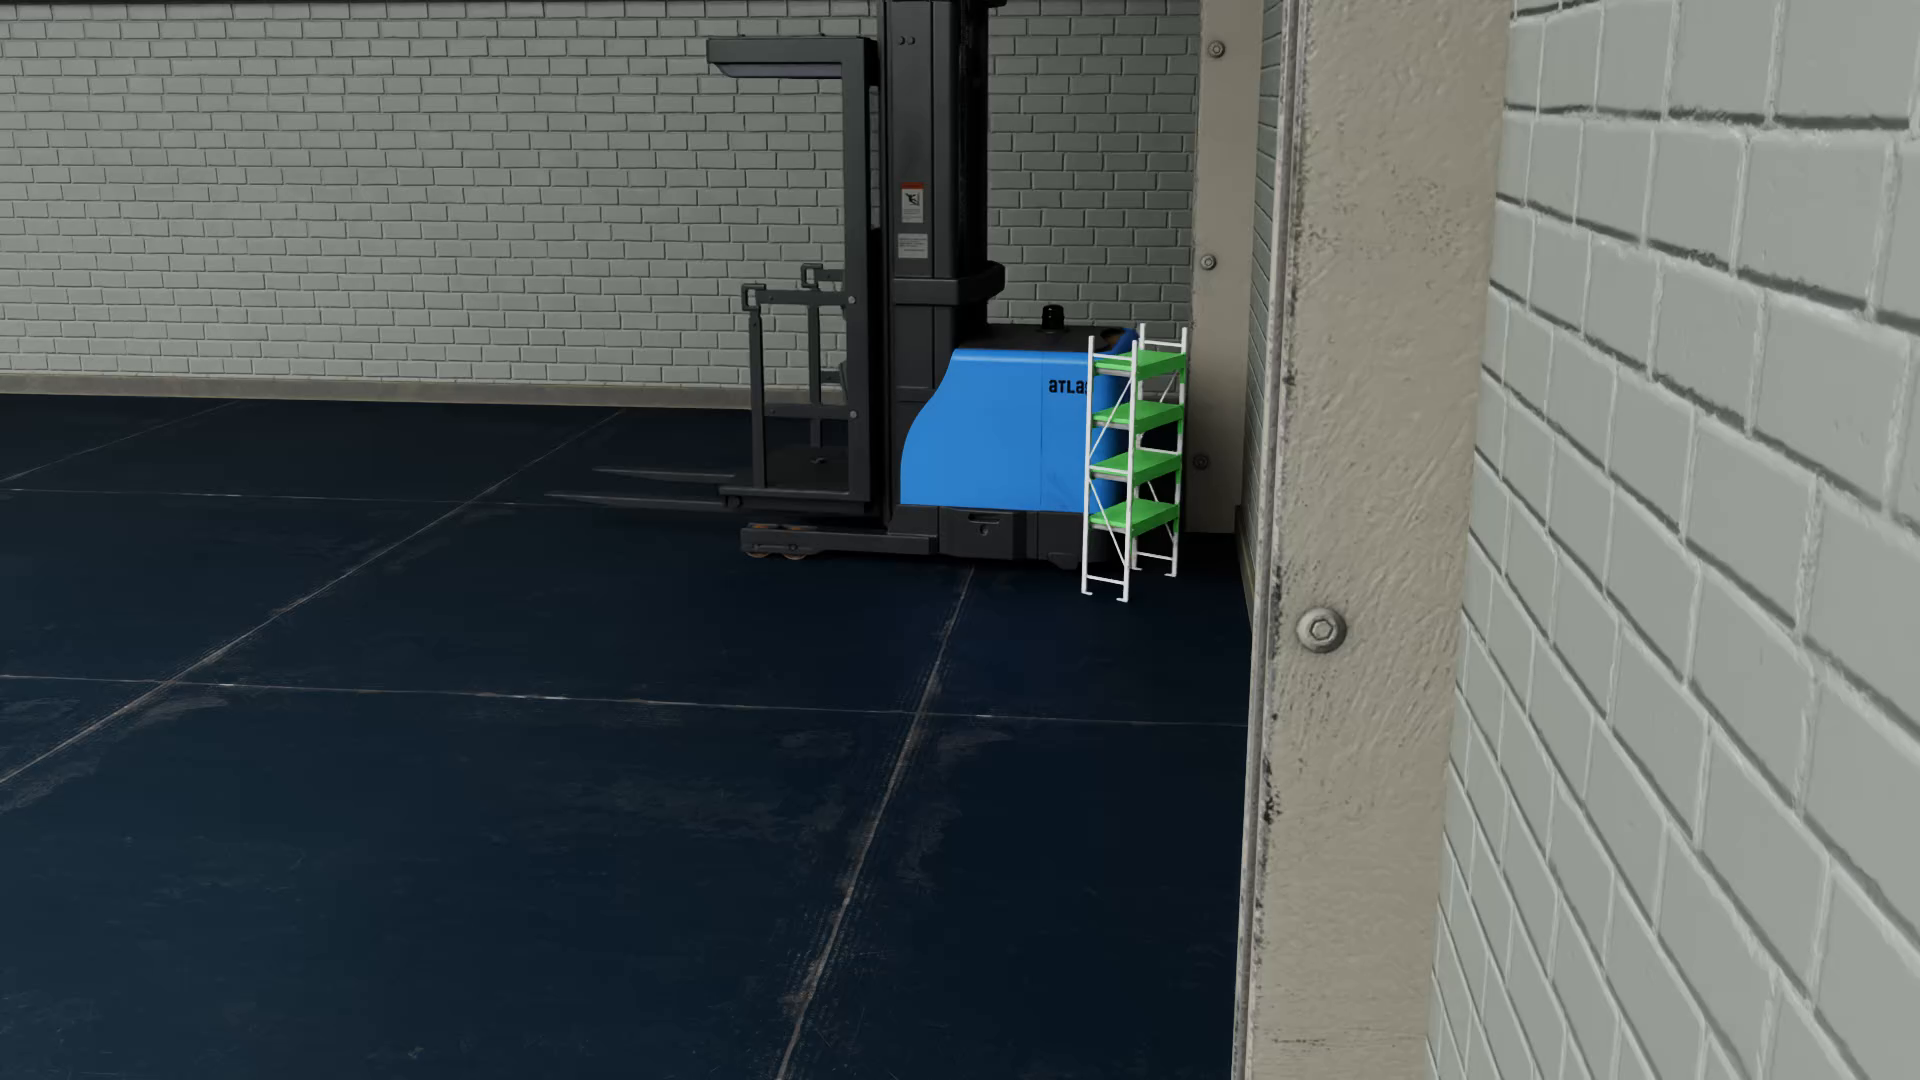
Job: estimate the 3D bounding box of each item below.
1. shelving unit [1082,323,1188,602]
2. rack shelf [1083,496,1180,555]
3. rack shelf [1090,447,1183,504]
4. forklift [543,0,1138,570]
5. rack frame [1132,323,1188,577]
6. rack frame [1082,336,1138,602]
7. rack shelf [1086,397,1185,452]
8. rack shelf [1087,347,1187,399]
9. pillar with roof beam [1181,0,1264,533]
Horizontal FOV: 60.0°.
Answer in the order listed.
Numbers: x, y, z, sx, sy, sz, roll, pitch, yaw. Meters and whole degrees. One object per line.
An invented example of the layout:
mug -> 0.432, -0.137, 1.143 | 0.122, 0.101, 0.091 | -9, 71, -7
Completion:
shelving unit -> 0.811, -0.368, 7.719 | 0.258, 1.200, 0.503 | 11, 18, 32
rack shelf -> 0.808, -0.075, 7.800 | 0.258, 0.148, 0.480 | 11, 18, 32
rack shelf -> 0.810, -0.306, 7.736 | 0.258, 0.148, 0.480 | 11, 18, 32
forklift -> -0.632, -1.444, 8.387 | 3.031, 2.935, 1.130 | 3, 15, 11
rack frame -> 0.947, -0.421, 7.914 | 0.240, 1.200, 0.015 | 11, 18, 32
rack frame -> 0.675, -0.315, 7.523 | 0.240, 1.200, 0.015 | 11, 18, 32
rack shelf -> 0.812, -0.538, 7.672 | 0.258, 0.148, 0.480 | 11, 18, 32
rack shelf -> 0.814, -0.769, 7.608 | 0.258, 0.148, 0.480 | 11, 18, 32
pillar with roof beam -> -2.920, -4.563, 8.296 | 9.100, 9.000, 0.400 | 2, 15, 6
